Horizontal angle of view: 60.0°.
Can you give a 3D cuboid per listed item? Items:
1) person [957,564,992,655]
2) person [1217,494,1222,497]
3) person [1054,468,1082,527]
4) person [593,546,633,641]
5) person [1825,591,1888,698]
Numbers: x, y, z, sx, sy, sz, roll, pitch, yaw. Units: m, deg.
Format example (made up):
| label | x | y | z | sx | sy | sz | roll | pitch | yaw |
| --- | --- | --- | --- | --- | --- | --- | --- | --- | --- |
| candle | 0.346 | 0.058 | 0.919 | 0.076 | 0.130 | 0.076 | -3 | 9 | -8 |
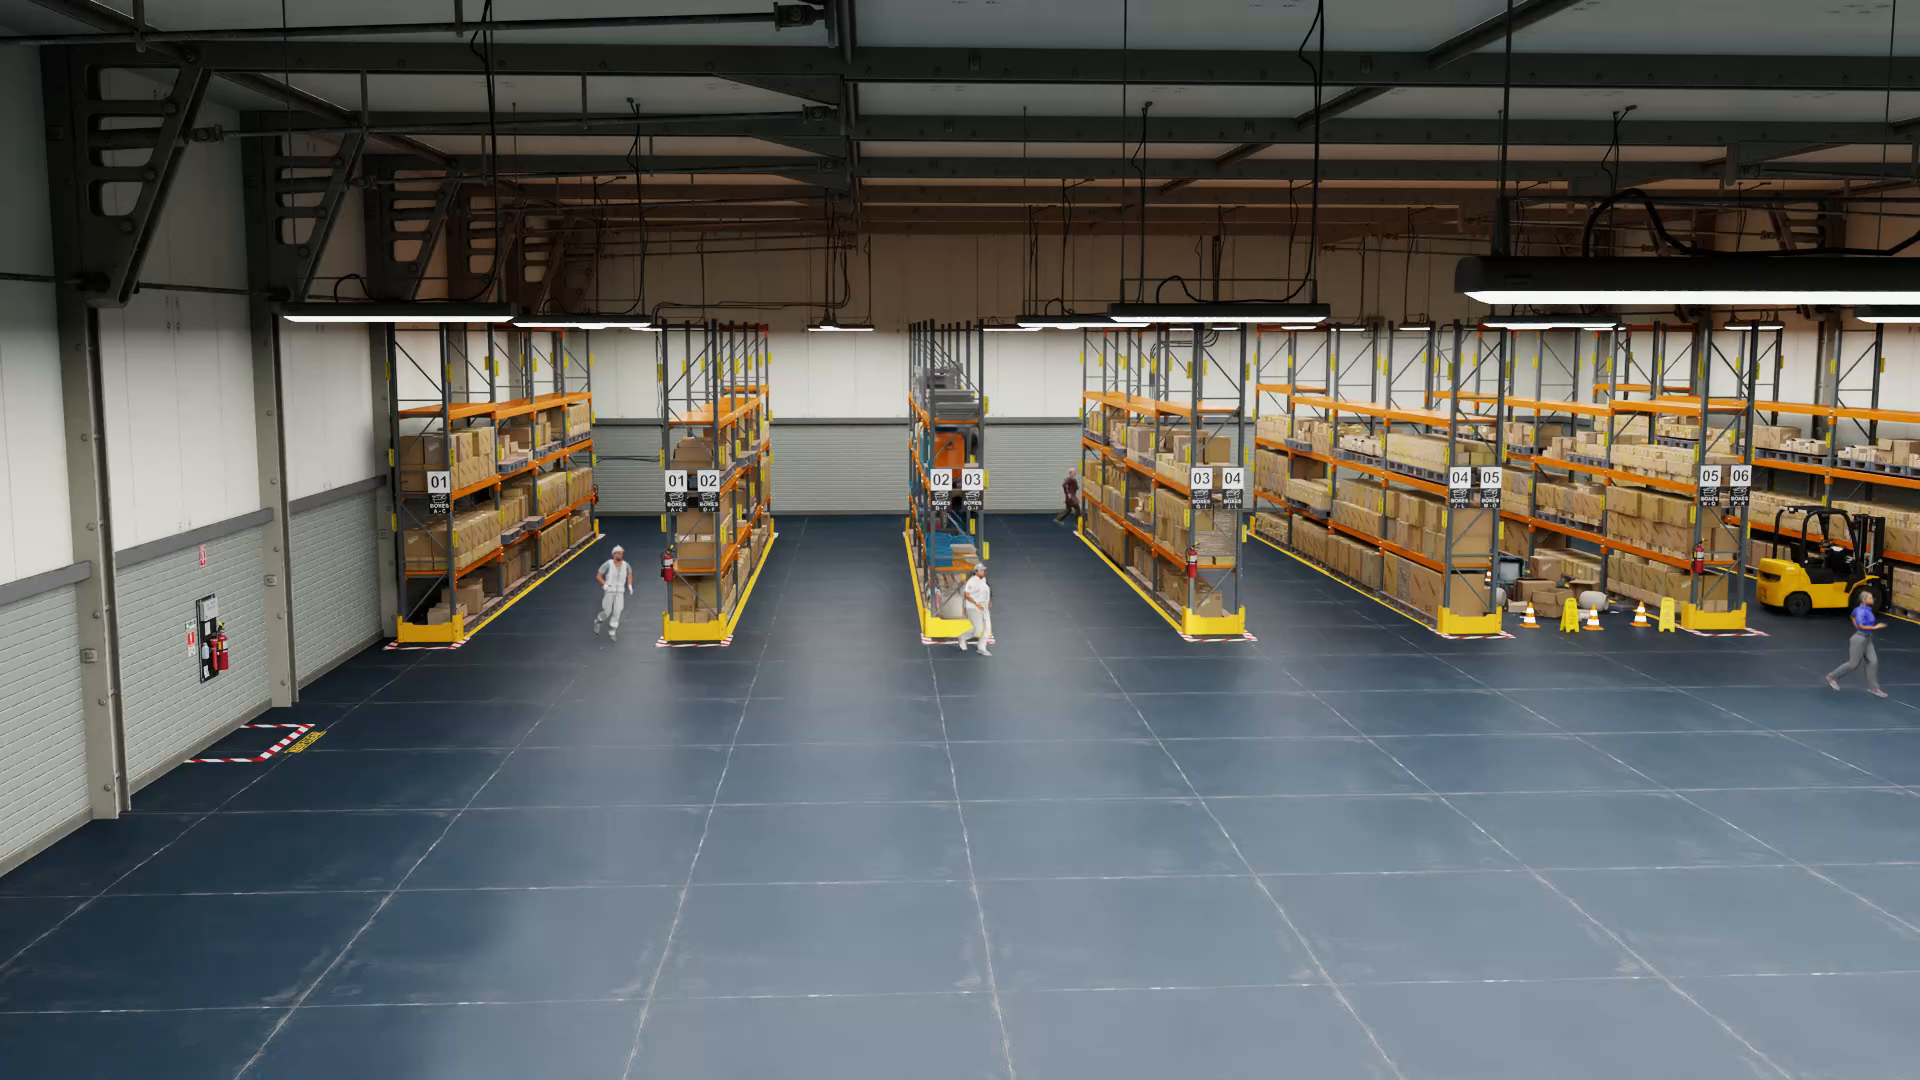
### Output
| label | x | y | z | sx | sy | sz | roll | pitch | yaw |
| --- | --- | --- | --- | --- | --- | --- | --- | --- | --- |
| person | 0.288 | 1.235 | 29.908 | 0.645 | 1.653 | 0.630 | 5 | 9 | 34 |
| person | 7.191 | -0.920 | 46.963 | 0.805 | 1.698 | 0.530 | 2 | 7 | 17 |
| person | 3.264 | -1.125 | 49.221 | 0.973 | 1.622 | 0.725 | 0 | 7 | 3 |
| person | -6.503 | 0.982 | 31.393 | 0.726 | 1.754 | 0.791 | -4 | 8 | -32 |
| person | 14.272 | 1.630 | 26.377 | 0.900 | 1.663 | 0.604 | 6 | 9 | 40 |
